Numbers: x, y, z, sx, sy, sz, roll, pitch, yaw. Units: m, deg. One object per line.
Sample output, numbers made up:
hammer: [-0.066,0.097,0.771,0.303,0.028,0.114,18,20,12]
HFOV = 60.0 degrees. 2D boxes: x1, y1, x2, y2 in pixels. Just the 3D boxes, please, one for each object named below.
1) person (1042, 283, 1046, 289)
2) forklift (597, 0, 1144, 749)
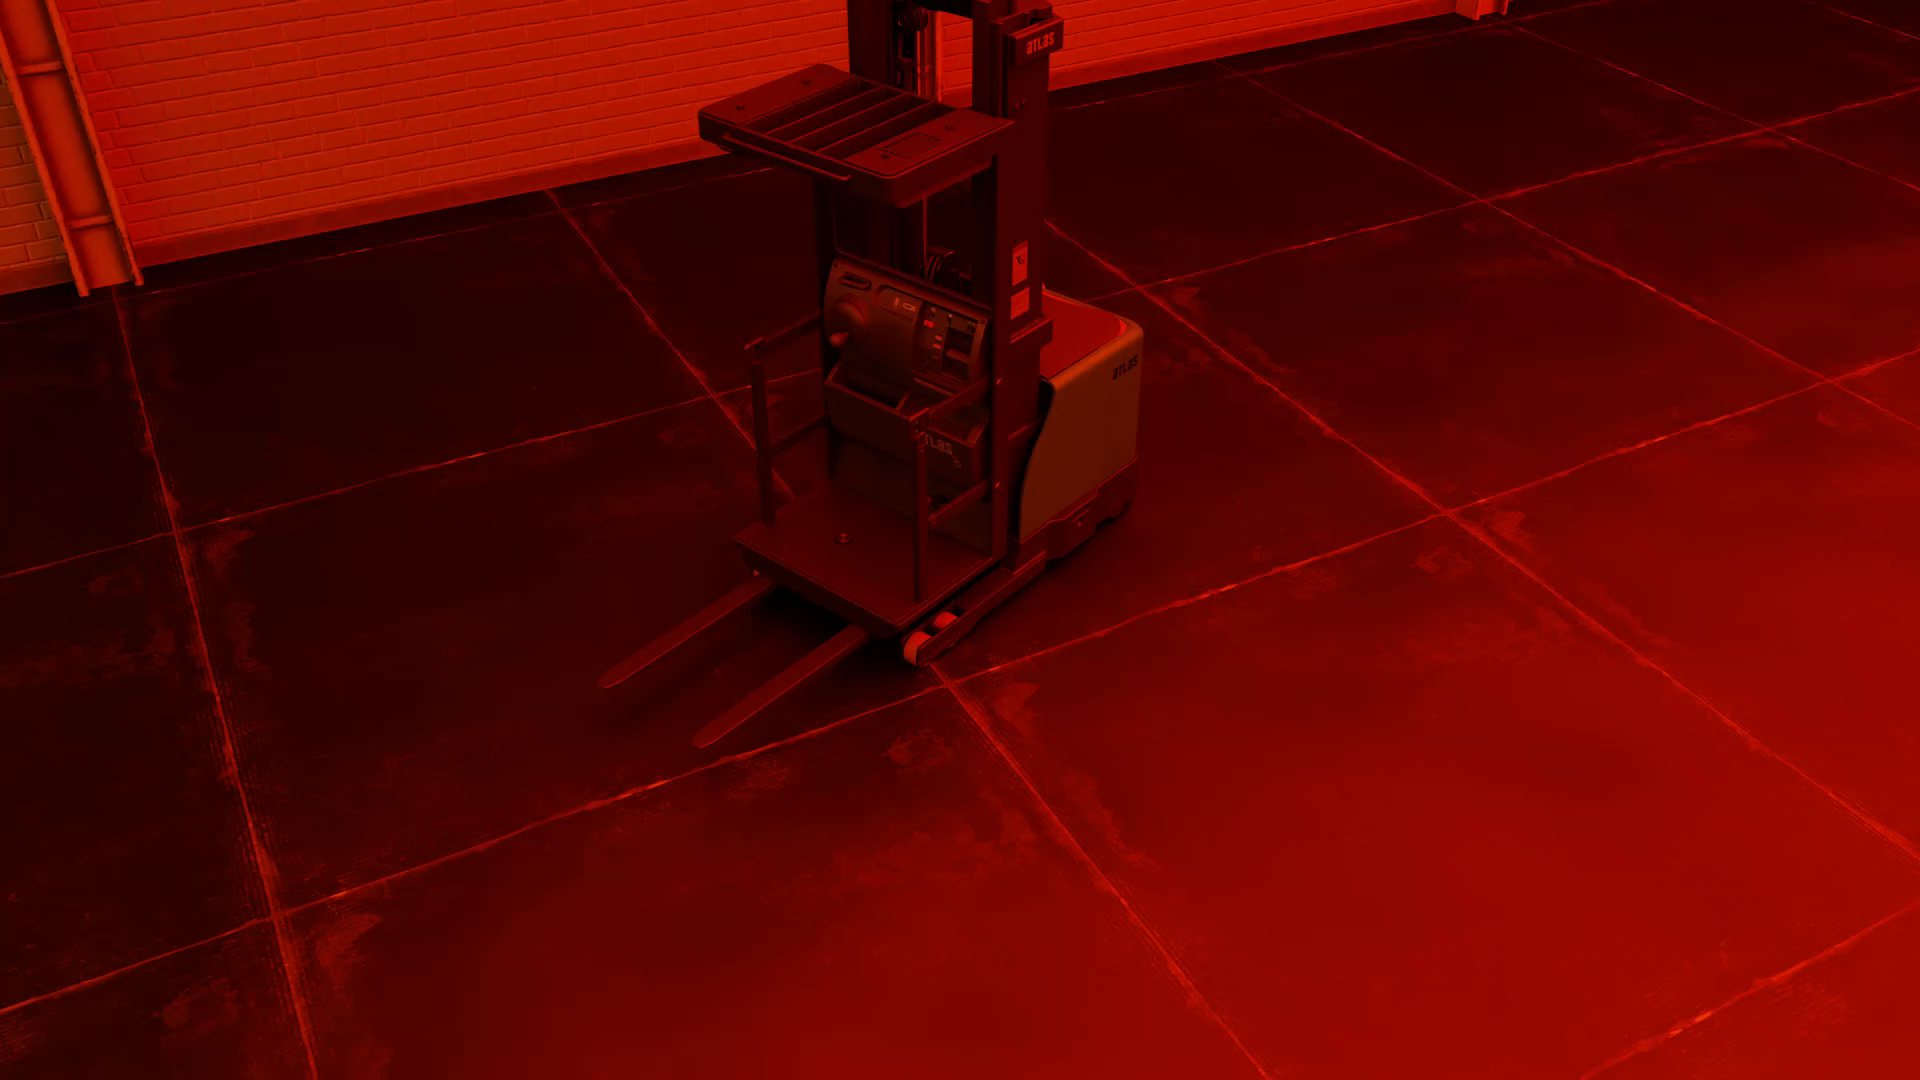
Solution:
person: [0.311,-2.394,10.659,0.474,1.597,0.514,-3,35,-4]
forklift: [-0.390,-0.927,7.434,1.130,2.935,3.031,26,43,31]
